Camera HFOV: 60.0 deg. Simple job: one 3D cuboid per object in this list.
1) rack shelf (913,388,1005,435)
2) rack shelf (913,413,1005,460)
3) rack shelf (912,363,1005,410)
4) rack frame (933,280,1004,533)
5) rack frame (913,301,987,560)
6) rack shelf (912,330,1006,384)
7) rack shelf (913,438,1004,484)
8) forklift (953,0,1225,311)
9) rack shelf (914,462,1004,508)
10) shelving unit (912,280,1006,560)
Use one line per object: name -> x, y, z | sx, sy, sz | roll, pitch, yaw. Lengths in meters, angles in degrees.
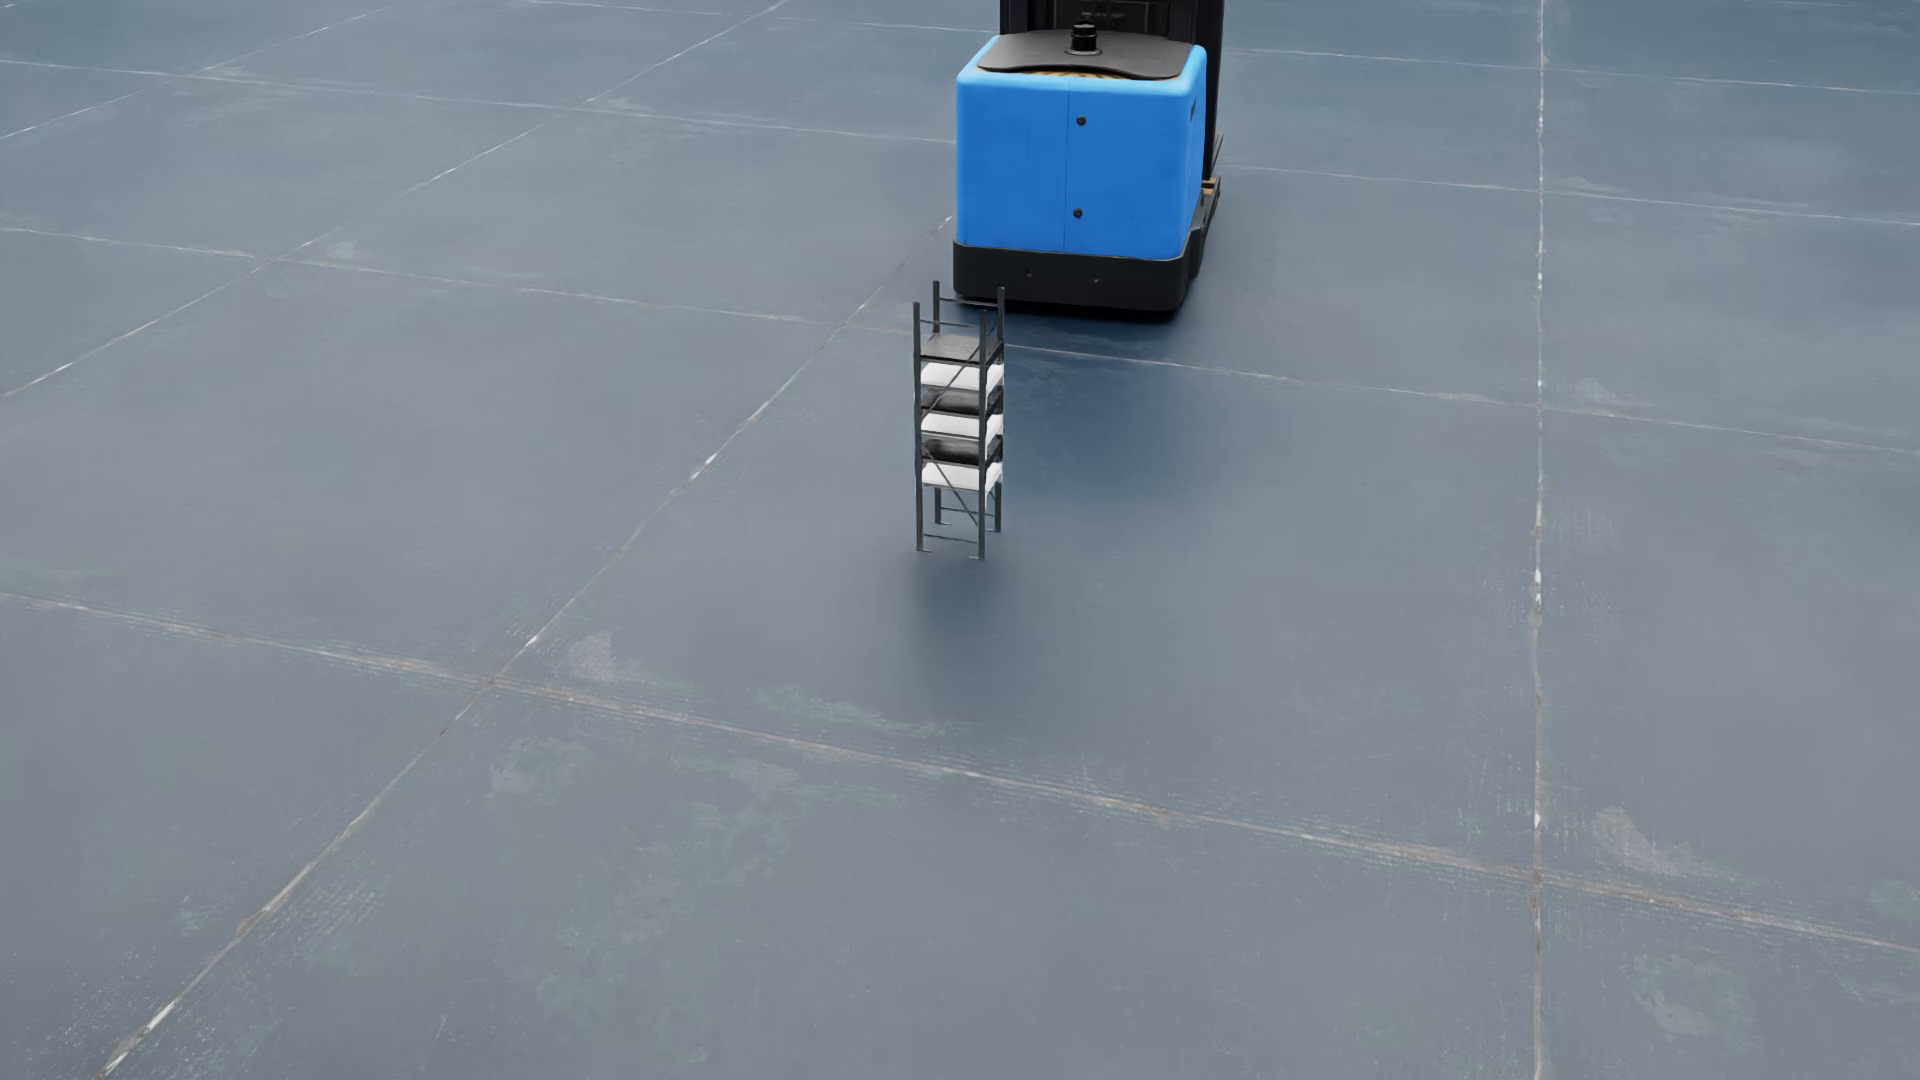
rack shelf -> -0.002, -0.439, 5.497 | 0.258, 0.077, 0.200 | 8, 30, 15
rack shelf -> -0.002, -0.360, 5.541 | 0.258, 0.077, 0.200 | 8, 30, 15
rack shelf -> -0.002, -0.518, 5.453 | 0.258, 0.077, 0.200 | 8, 30, 15
rack frame -> 0.027, -0.437, 5.609 | 0.240, 0.900, 0.006 | 8, 30, 15
rack frame -> -0.032, -0.342, 5.440 | 0.240, 0.900, 0.006 | 8, 30, 15
rack shelf -> -0.002, -0.596, 5.409 | 0.258, 0.077, 0.200 | 8, 30, 15
rack shelf -> -0.002, -0.282, 5.584 | 0.258, 0.077, 0.200 | 8, 30, 15
forklift -> 0.789, -3.004, 8.134 | 1.130, 2.935, 3.031 | 6, 30, 11
rack shelf -> -0.002, -0.203, 5.628 | 0.258, 0.077, 0.200 | 8, 30, 15
shelving unit -> -0.002, -0.389, 5.524 | 0.258, 0.900, 0.210 | 8, 30, 15
